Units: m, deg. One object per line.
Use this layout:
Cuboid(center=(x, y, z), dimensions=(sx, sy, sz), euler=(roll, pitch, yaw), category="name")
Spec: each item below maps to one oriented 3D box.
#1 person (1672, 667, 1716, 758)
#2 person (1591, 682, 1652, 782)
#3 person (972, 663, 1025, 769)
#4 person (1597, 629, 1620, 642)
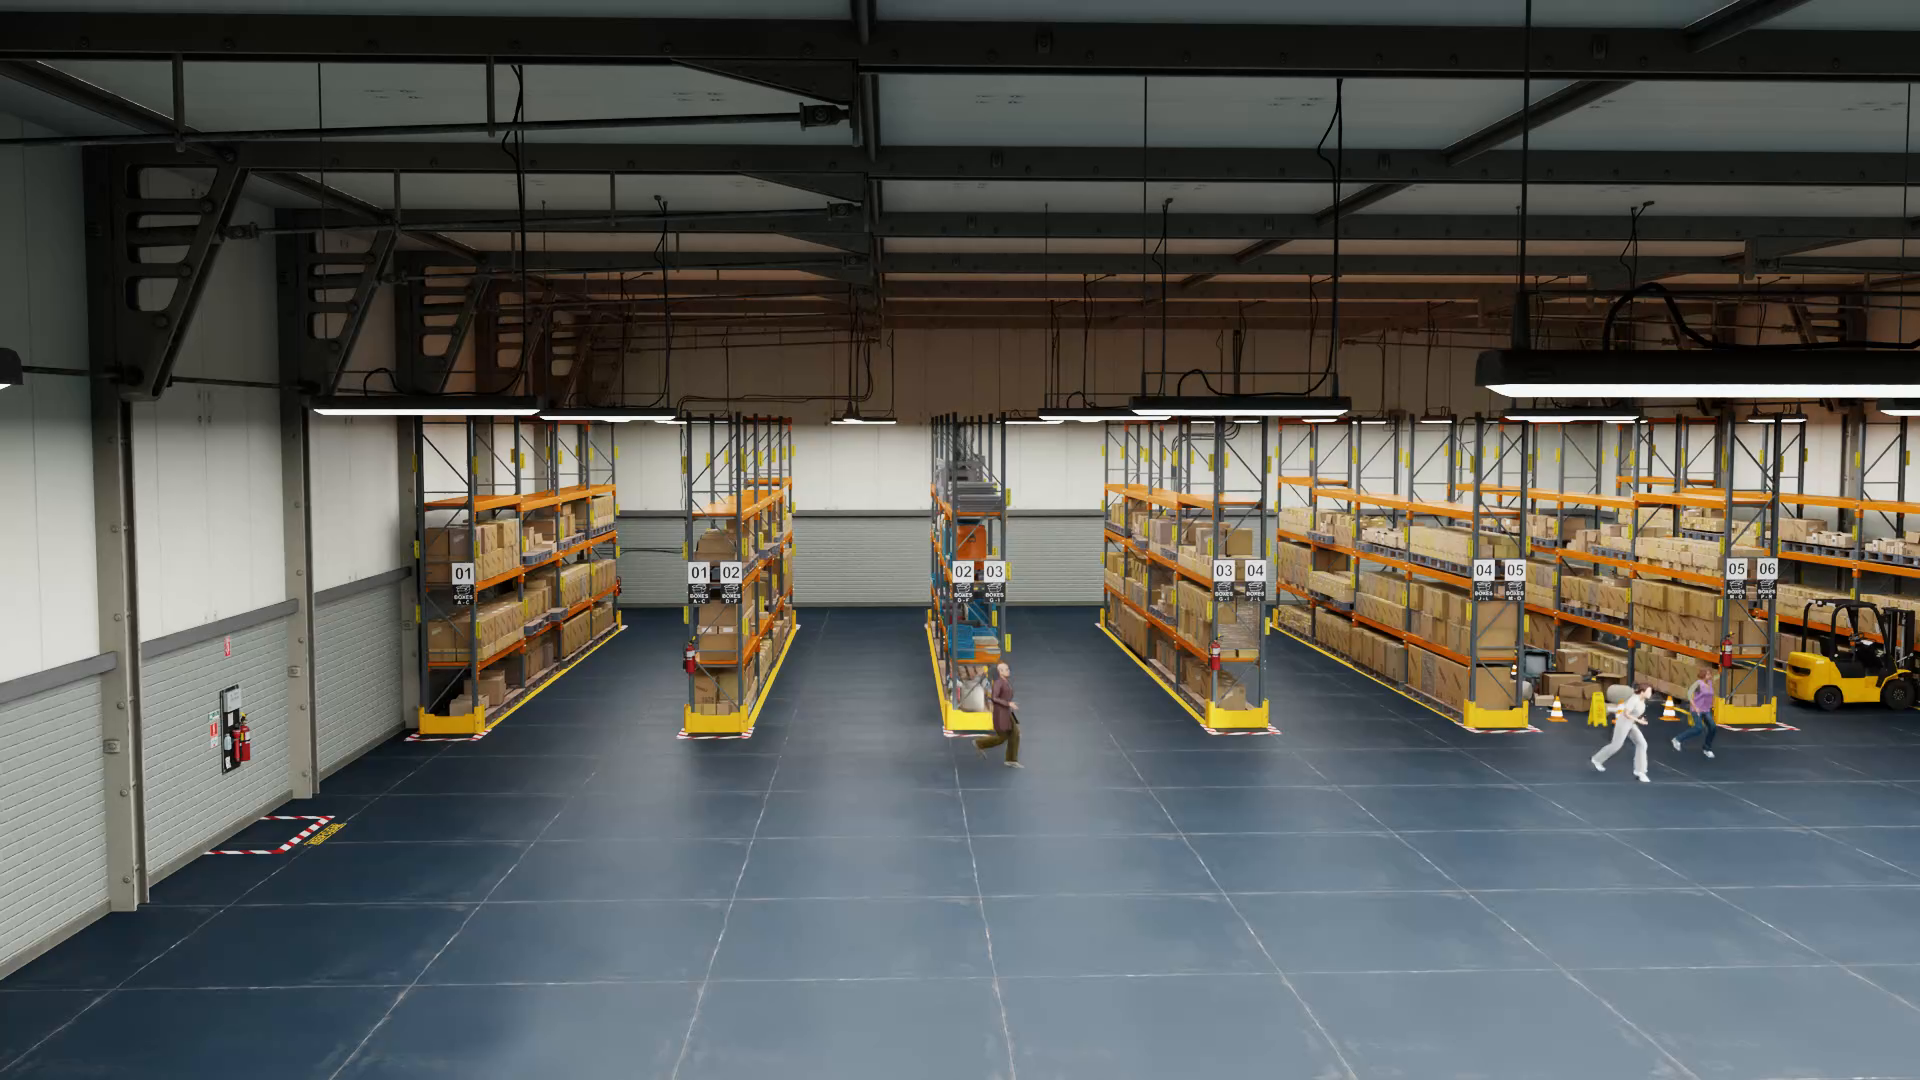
Cuboid(center=(12.841, 2.999, 28.934), dimensions=(0.726, 1.586, 0.583), euler=(-2, 5, -31), category="person")
Cuboid(center=(10.817, 3.099, 27.172), dimensions=(0.982, 1.627, 0.604), euler=(3, 5, 42), category="person")
Cuboid(center=(0.664, 2.961, 28.006), dimensions=(0.917, 1.790, 0.720), euler=(1, 4, 19), category="person")
Cuboid(center=(17.096, 1.876, 44.075), dimensions=(0.671, 1.774, 0.901), euler=(-1, 4, -11), category="person")
